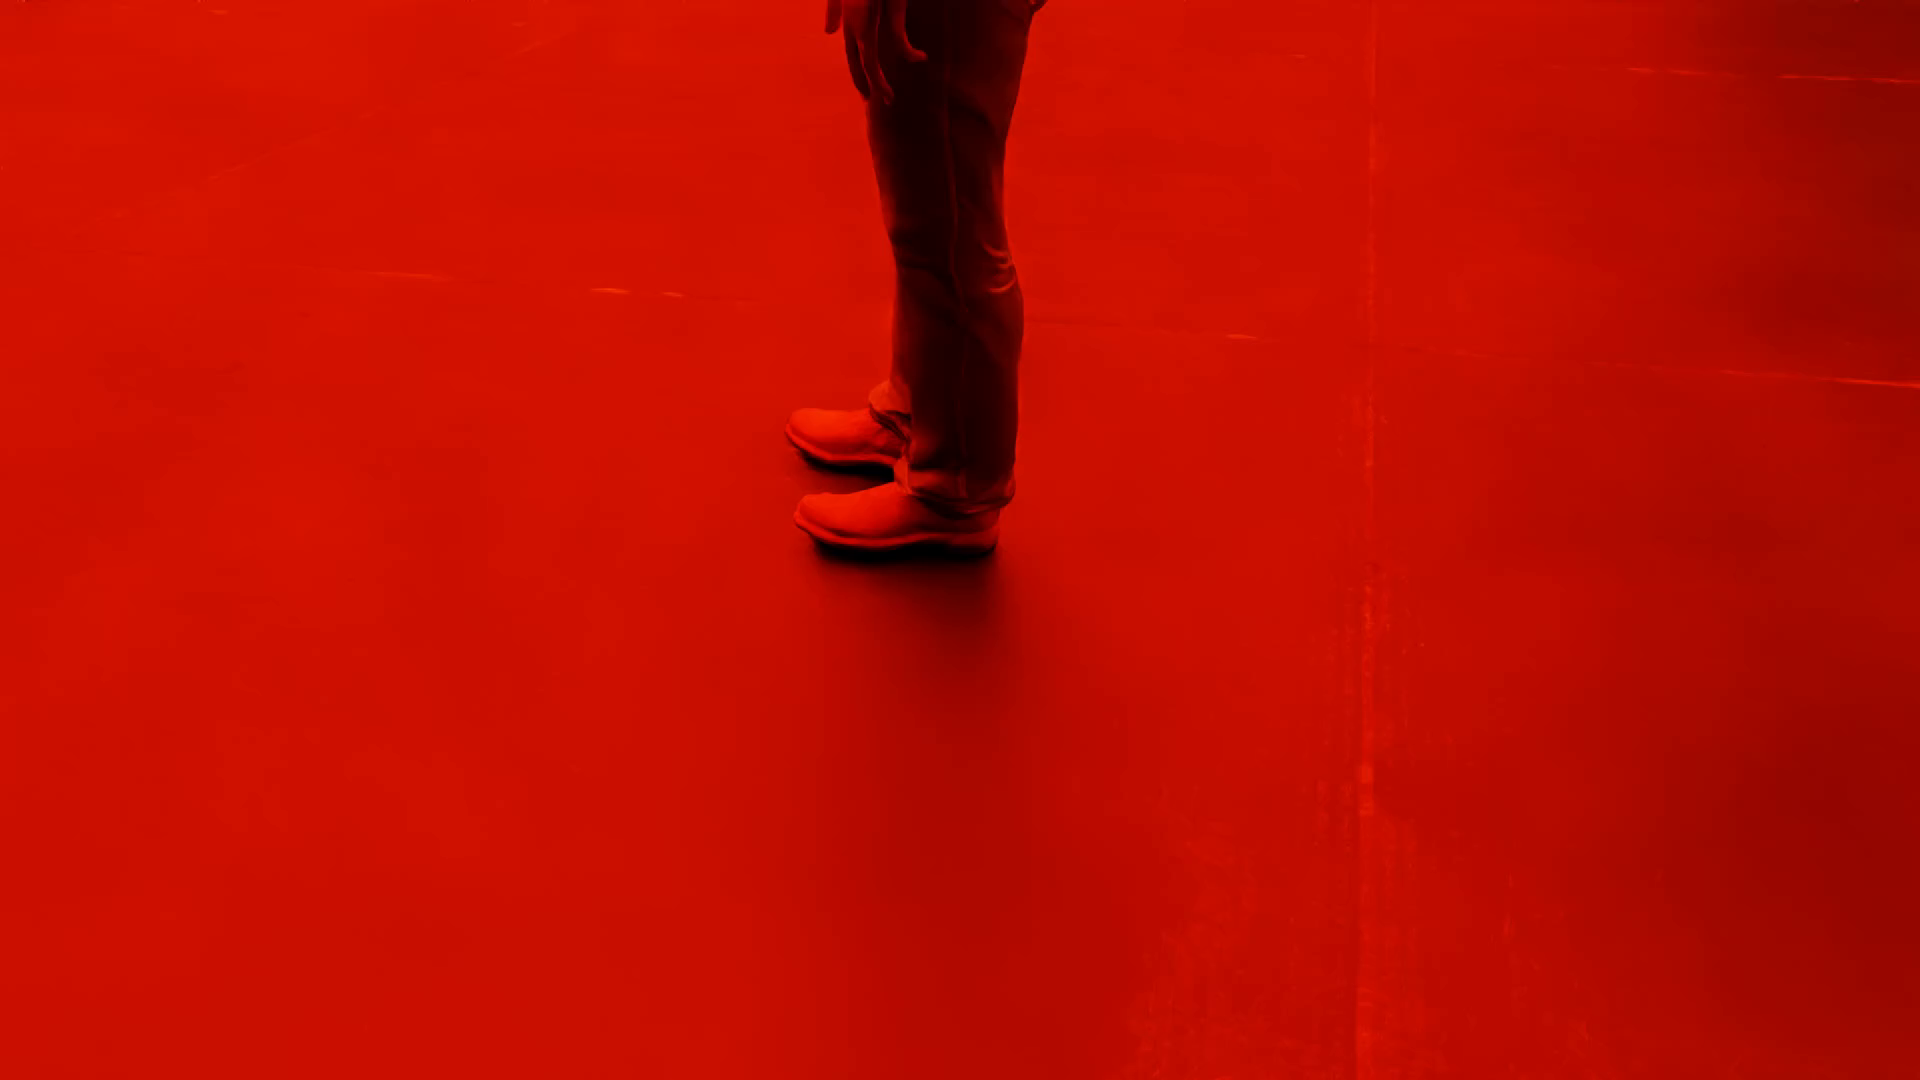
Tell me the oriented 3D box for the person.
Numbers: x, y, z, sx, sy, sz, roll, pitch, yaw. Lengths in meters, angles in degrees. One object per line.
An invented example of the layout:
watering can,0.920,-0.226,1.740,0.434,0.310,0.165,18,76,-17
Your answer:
person,-0.067,-0.804,2.117,0.576,1.766,0.665,6,27,11
